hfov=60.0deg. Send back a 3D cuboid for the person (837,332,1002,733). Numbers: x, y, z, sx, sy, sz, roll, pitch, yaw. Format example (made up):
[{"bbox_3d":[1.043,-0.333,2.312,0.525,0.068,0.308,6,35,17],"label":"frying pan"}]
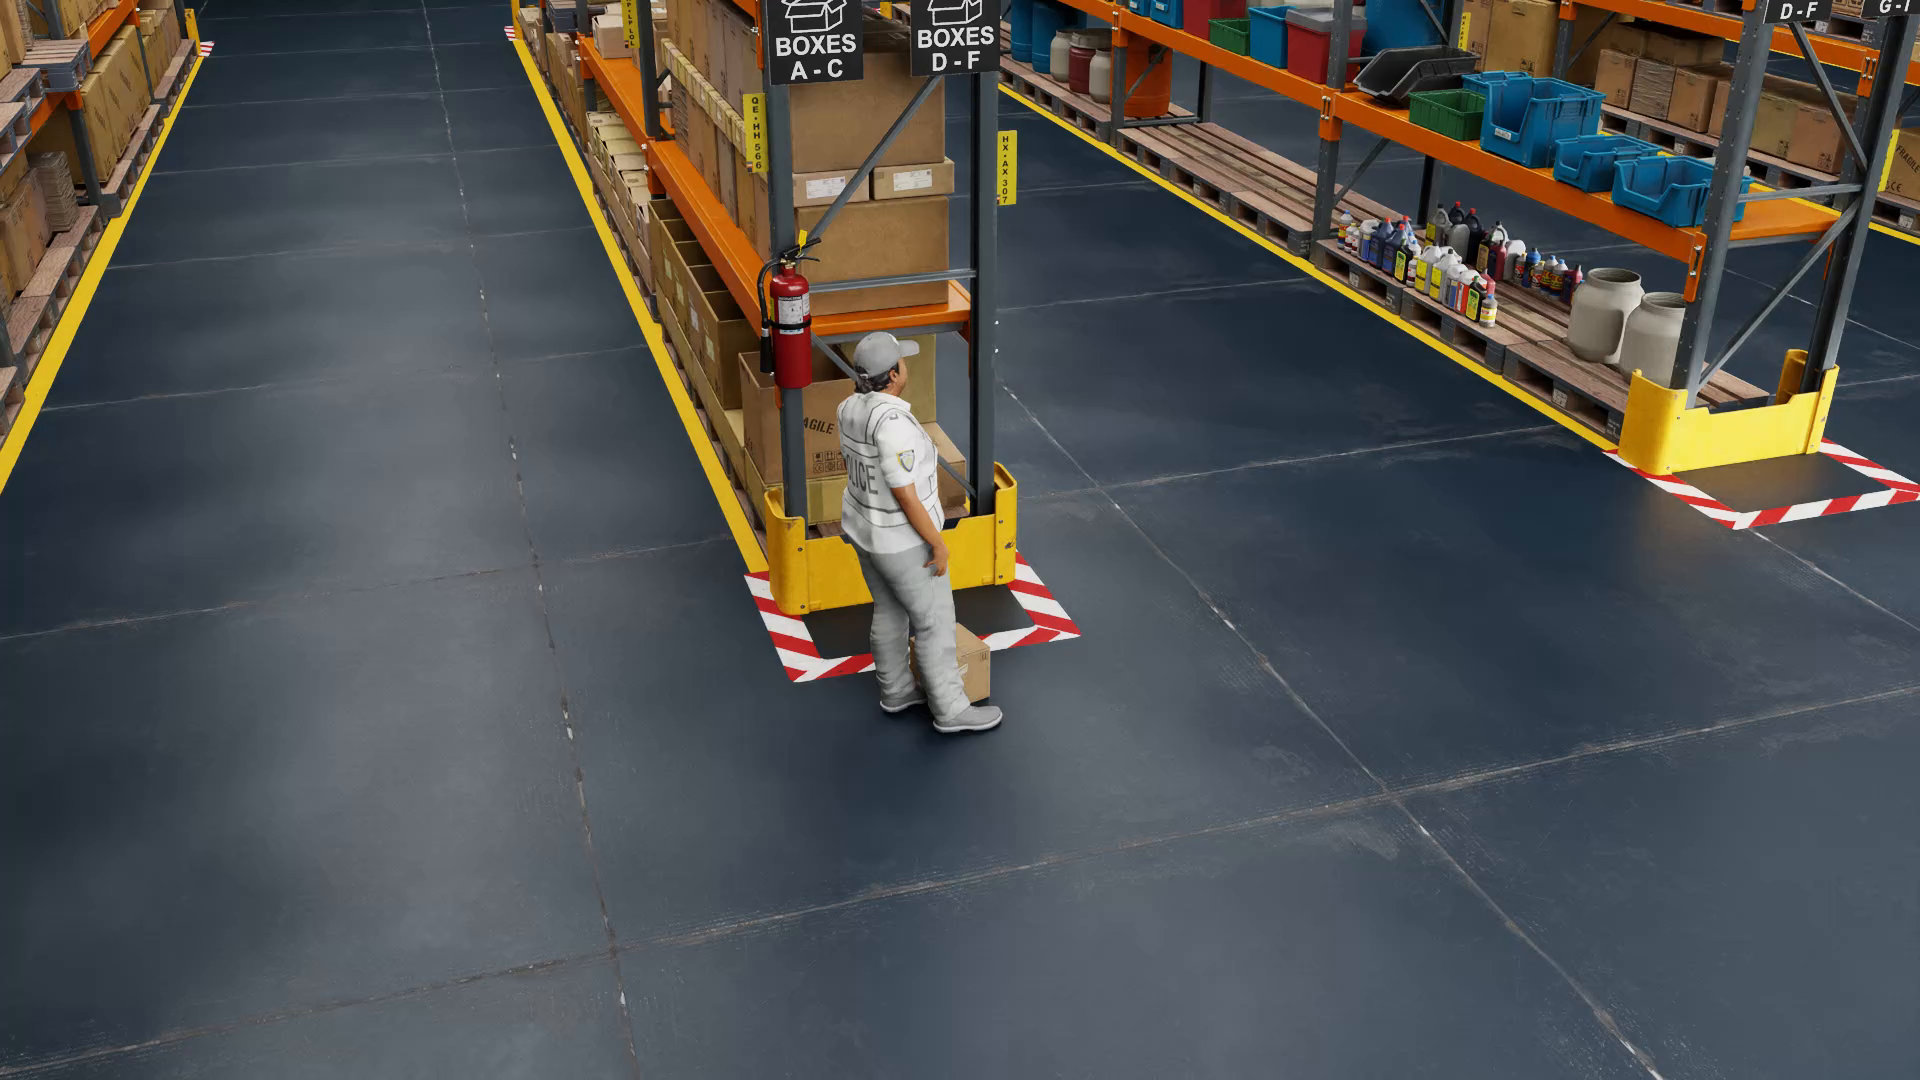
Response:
[{"bbox_3d":[-0.180,-0.036,6.659,0.529,1.670,0.597,-15,30,-28],"label":"person"}]
